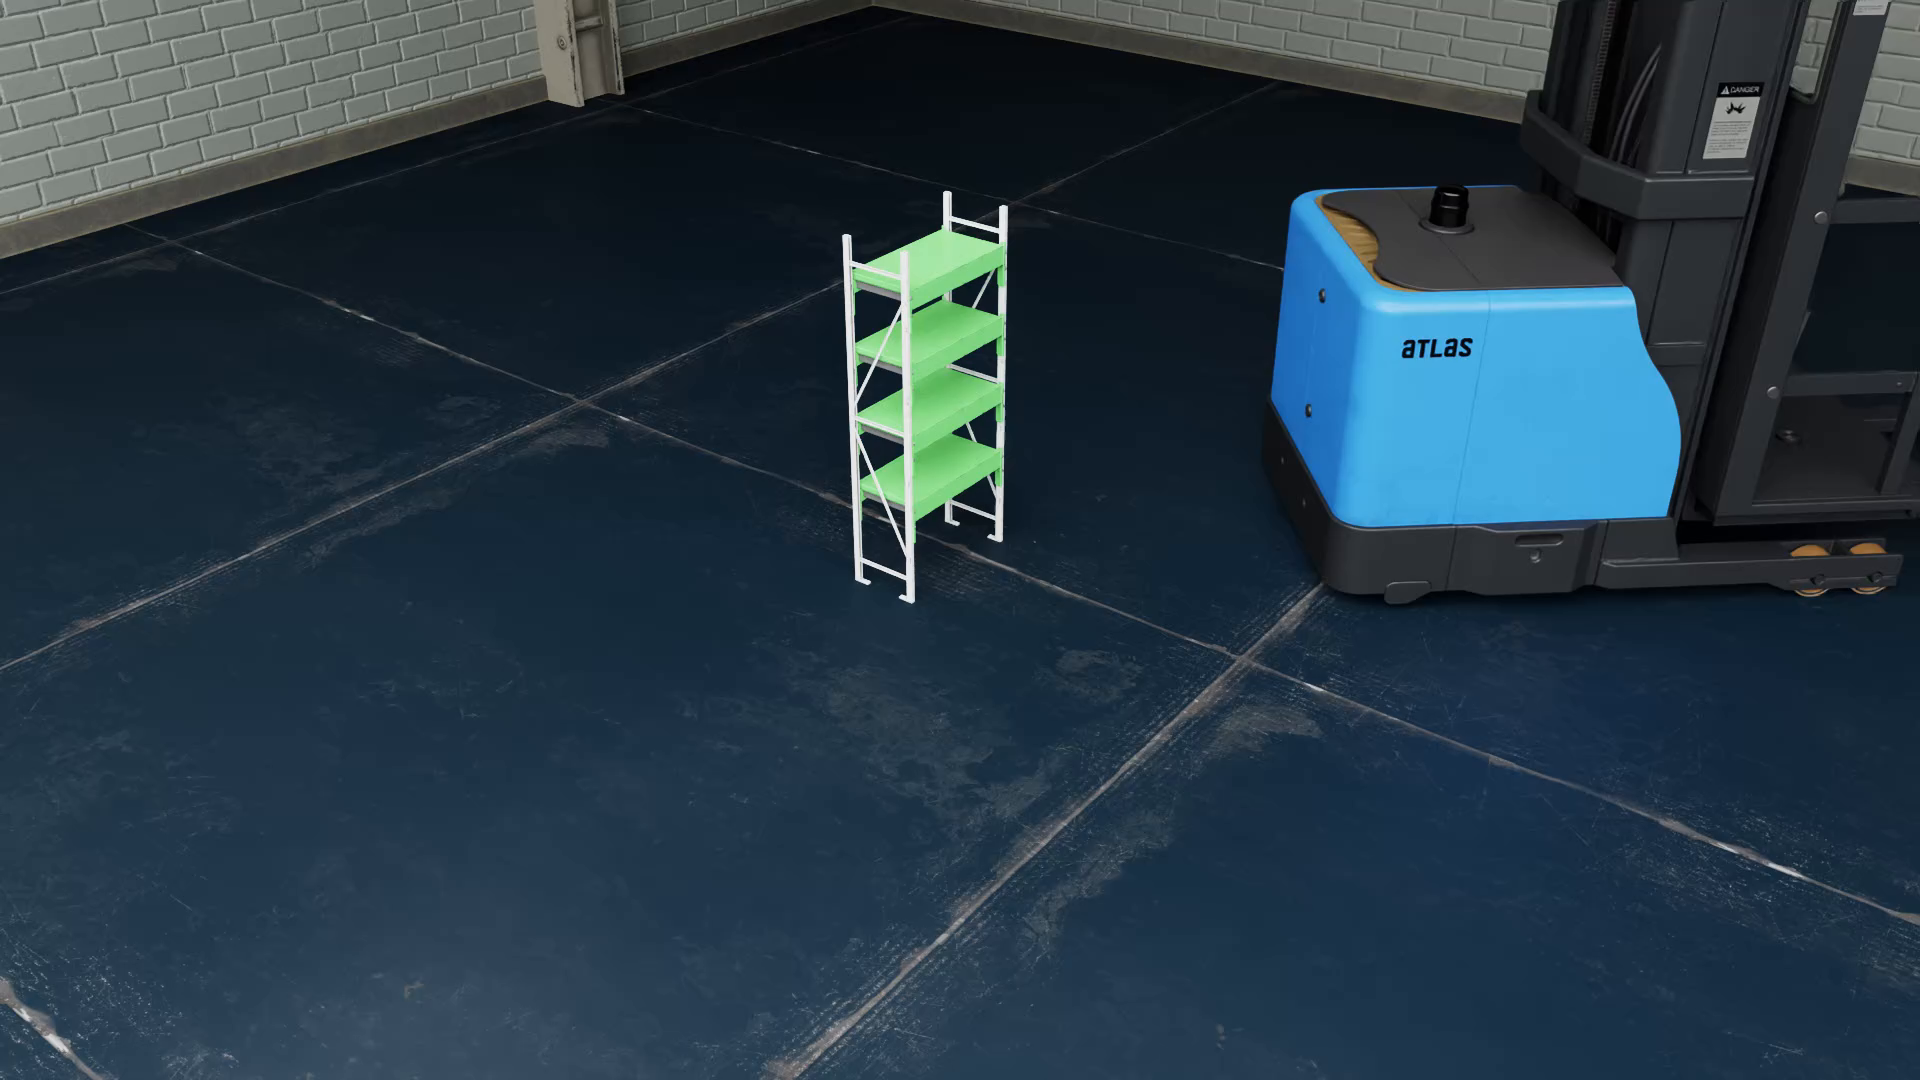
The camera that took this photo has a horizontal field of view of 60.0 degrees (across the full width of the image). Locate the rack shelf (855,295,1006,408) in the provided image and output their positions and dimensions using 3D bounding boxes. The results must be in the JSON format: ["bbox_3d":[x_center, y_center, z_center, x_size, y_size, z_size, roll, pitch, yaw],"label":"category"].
[{"bbox_3d":[-0.100,-0.600,5.241,0.258,0.148,0.480,21,37,31],"label":"rack shelf"}]

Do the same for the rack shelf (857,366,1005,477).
[{"bbox_3d":[-0.100,-0.394,5.363,0.258,0.148,0.480,21,37,31],"label":"rack shelf"}]

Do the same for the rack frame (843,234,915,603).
[{"bbox_3d":[-0.247,-0.350,5.163,0.240,1.200,0.015,21,37,31],"label":"rack frame"}]

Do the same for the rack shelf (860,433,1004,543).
[{"bbox_3d":[-0.100,-0.187,5.485,0.258,0.148,0.480,21,37,31],"label":"rack shelf"}]

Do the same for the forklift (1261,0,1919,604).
[{"bbox_3d":[2.651,-1.344,5.143,3.031,2.935,1.130,-2,31,-4],"label":"forklift"}]

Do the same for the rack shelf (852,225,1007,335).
[{"bbox_3d":[-0.100,-0.807,5.118,0.258,0.148,0.480,21,37,31],"label":"rack shelf"}]

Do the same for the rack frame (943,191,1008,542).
[{"bbox_3d":[0.047,-0.548,5.498,0.240,1.200,0.015,21,37,31],"label":"rack frame"}]

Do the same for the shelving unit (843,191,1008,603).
[{"bbox_3d":[-0.100,-0.449,5.331,0.258,1.200,0.503,21,37,31],"label":"shelving unit"}]

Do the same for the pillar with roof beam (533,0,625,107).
[{"bbox_3d":[1.075,-5.342,5.937,9.100,9.000,0.400,21,37,31],"label":"pillar with roof beam"}]
